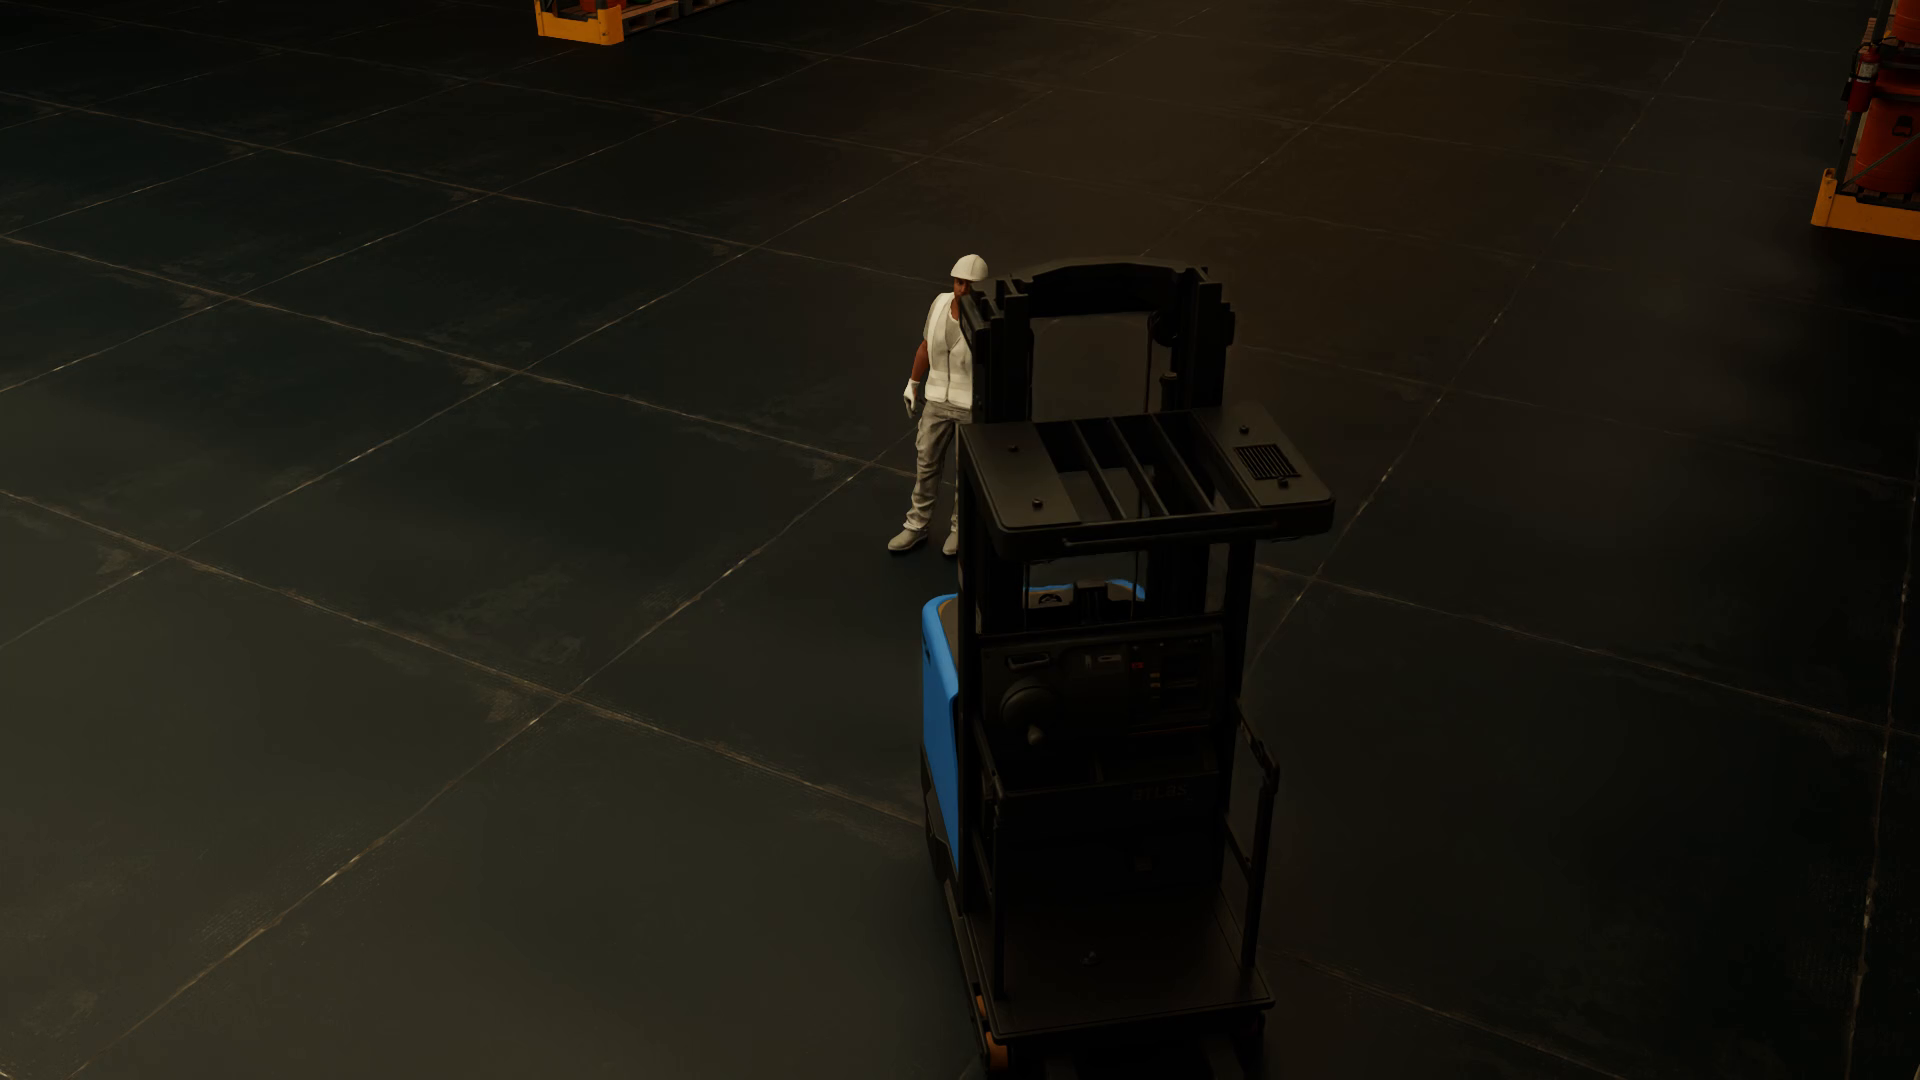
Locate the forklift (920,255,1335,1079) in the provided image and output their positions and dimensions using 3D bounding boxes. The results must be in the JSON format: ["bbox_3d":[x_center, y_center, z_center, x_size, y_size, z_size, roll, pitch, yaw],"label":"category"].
[{"bbox_3d":[0.579,0.593,6.043,1.130,2.935,3.031,-5,30,-9],"label":"forklift"}]

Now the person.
[{"bbox_3d":[-0.042,-0.749,9.502,0.657,1.785,0.575,15,33,25],"label":"person"}]
